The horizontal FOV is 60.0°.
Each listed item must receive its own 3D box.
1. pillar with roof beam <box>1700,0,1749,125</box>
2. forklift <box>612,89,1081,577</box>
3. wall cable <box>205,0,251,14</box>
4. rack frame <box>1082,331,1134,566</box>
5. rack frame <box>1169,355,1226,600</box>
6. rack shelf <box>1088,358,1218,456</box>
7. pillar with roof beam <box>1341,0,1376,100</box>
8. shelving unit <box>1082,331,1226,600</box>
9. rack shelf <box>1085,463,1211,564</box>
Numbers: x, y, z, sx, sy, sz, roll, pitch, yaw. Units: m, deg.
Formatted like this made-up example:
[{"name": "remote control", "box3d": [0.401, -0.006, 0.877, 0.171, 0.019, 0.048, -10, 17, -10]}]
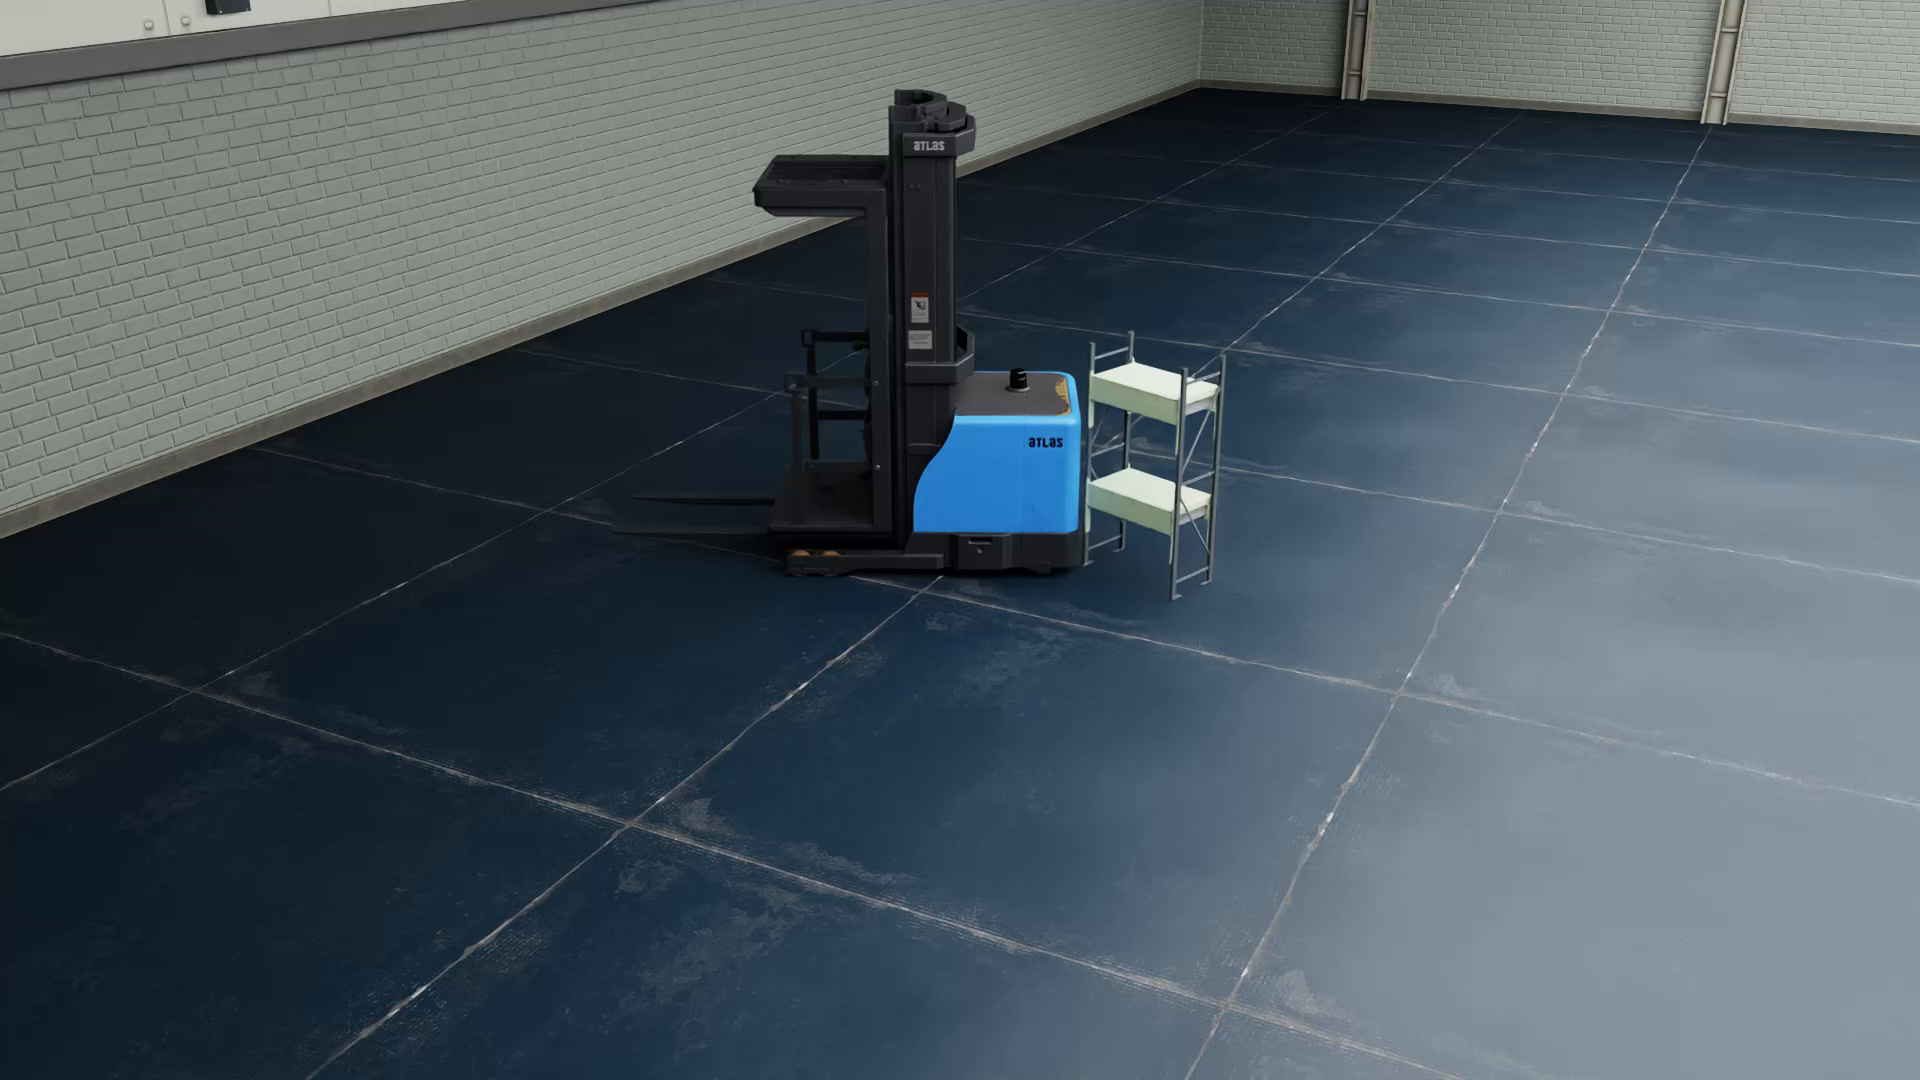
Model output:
[{"name": "pillar with roof beam", "box3d": [10.505, -9.530, 22.161, 0.400, 9.000, 9.100, 11, 25, 25]}, {"name": "forklift", "box3d": [-0.741, -1.317, 10.602, 3.031, 2.935, 1.130, 0, 23, 1]}, {"name": "wall cable", "box3d": [-4.855, -6.951, 11.752, 0.169, 6.003, 2.305, 11, 25, 25]}, {"name": "rack frame", "box3d": [0.949, -0.579, 10.696, 0.400, 1.500, 0.023, -21, 31, -40]}, {"name": "rack frame", "box3d": [1.456, -0.373, 10.210, 0.400, 1.500, 0.023, -21, 31, -40]}, {"name": "rack shelf", "box3d": [1.203, -0.835, 10.300, 0.431, 0.370, 0.720, -21, 31, -40]}, {"name": "pillar with roof beam", "box3d": [5.150, -10.590, 24.652, 0.400, 9.000, 9.100, 11, 25, 25]}, {"name": "shelving unit", "box3d": [1.203, -0.476, 10.453, 0.431, 1.500, 0.755, -21, 31, -40]}, {"name": "rack shelf", "box3d": [1.203, -0.176, 10.580, 0.431, 0.370, 0.720, -21, 31, -40]}]
